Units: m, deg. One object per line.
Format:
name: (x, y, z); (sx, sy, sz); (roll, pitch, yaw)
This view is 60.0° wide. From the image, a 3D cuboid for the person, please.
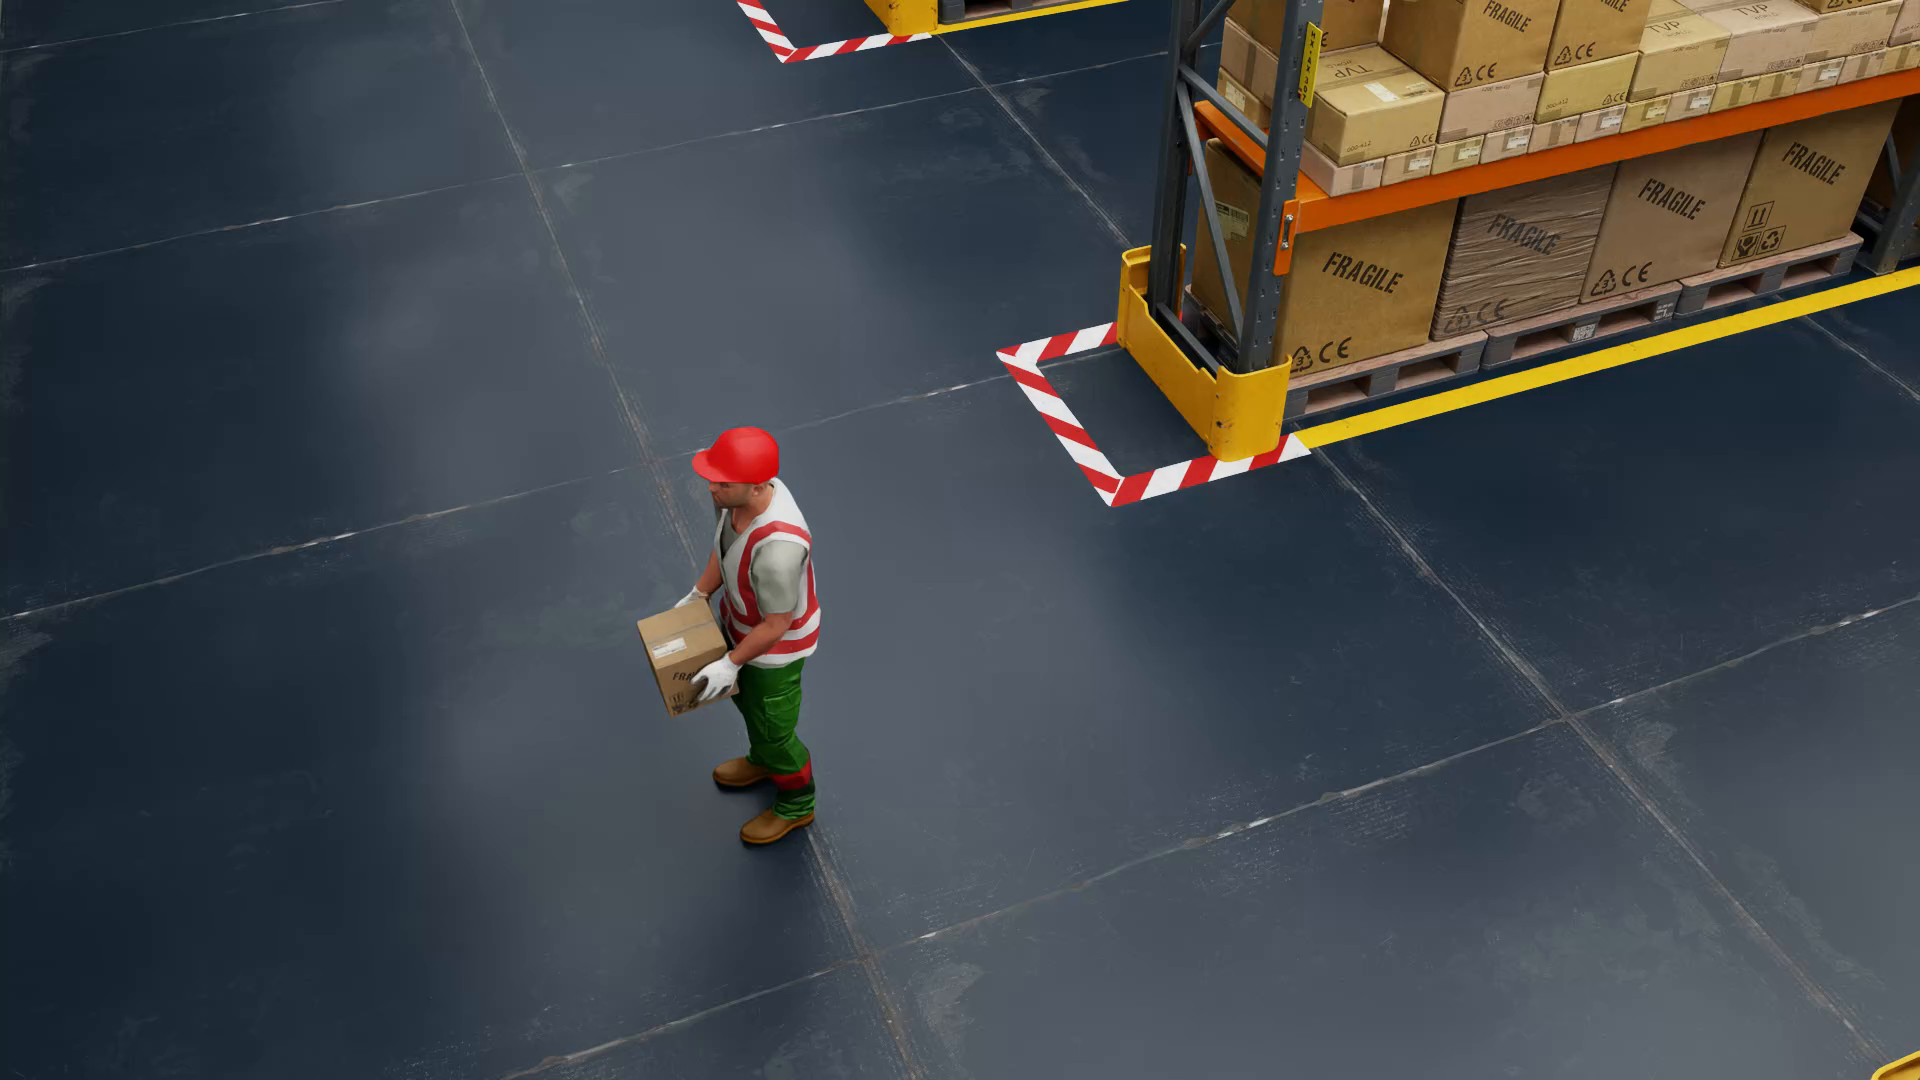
person: (-0.734, 0.345, 5.746); (0.486, 1.793, 0.531); (-16, 44, -17)
